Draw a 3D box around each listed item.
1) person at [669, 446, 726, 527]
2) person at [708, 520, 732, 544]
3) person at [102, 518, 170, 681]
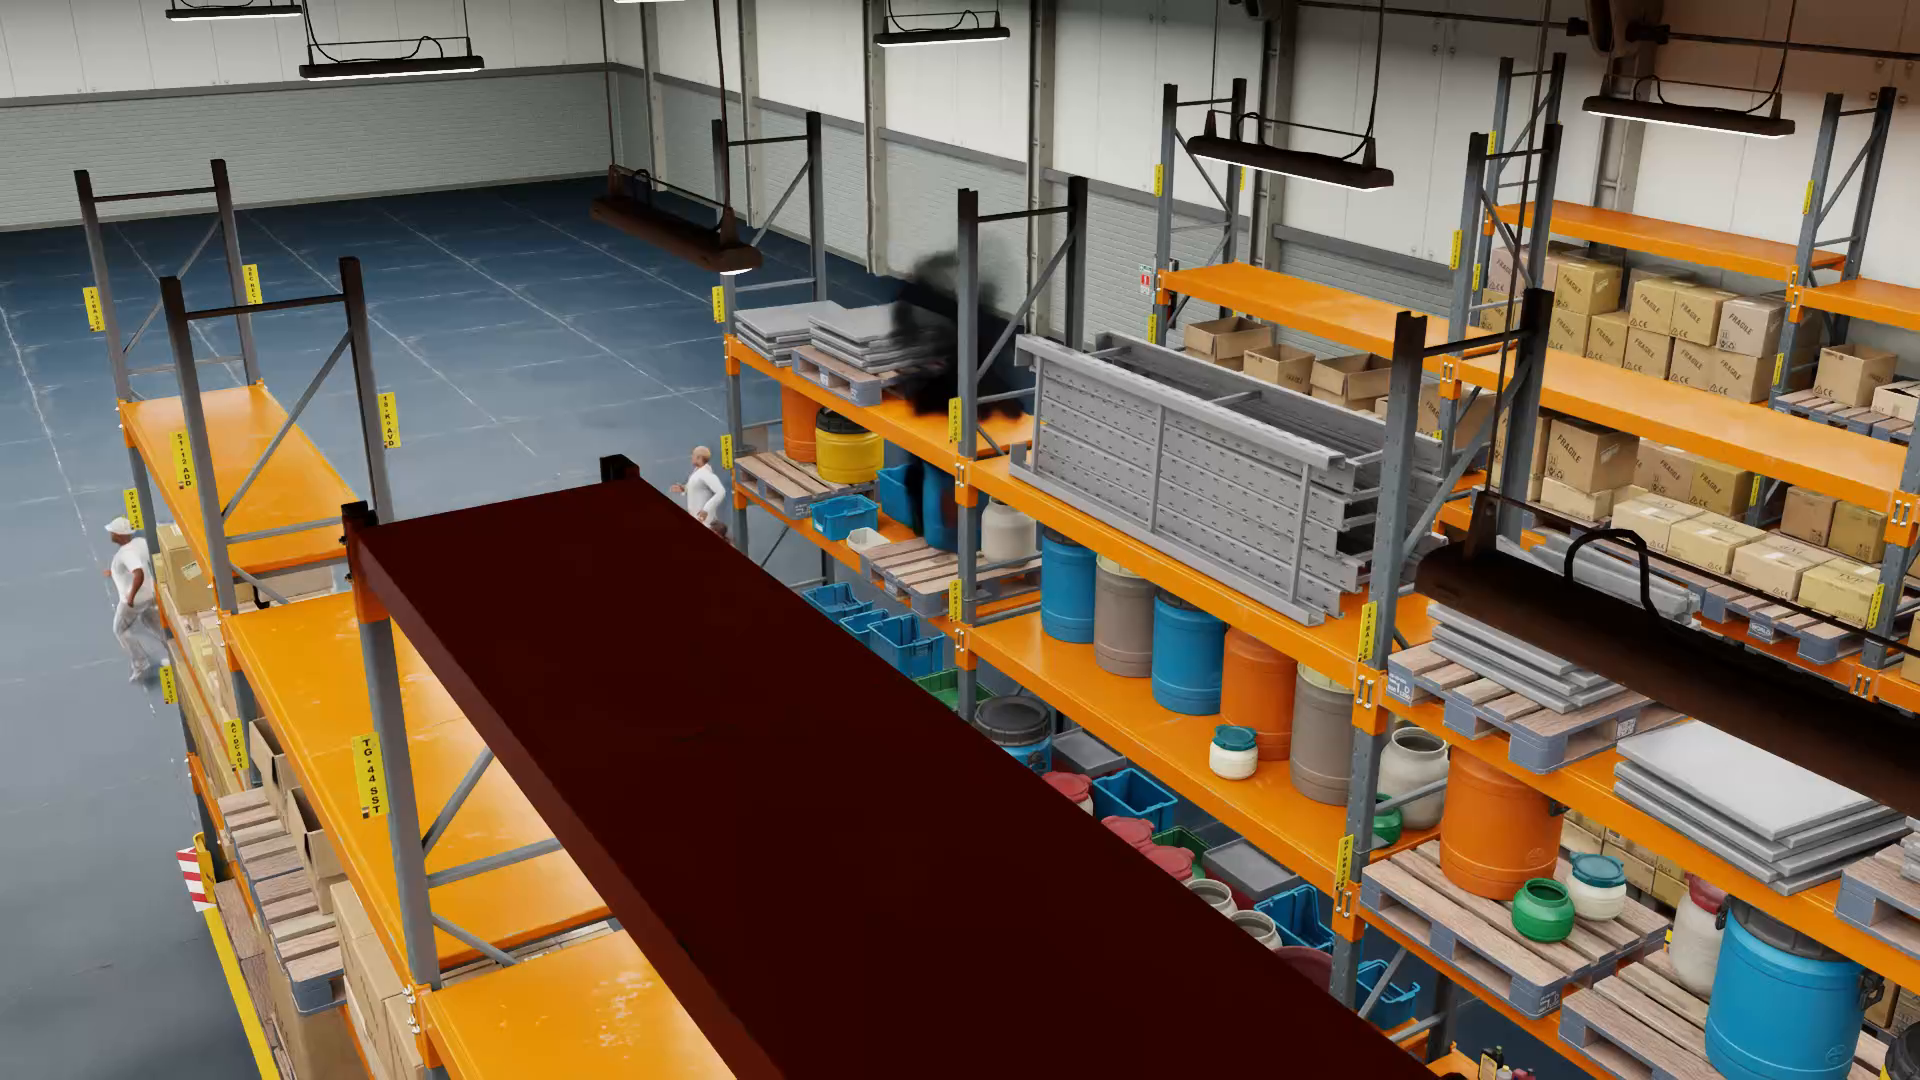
[{"bbox_3d":[-3.080,-0.259,19.603,1.116,1.758,0.731,-1,22,-1],"label":"person"},{"bbox_3d":[-2.519,0.588,17.662,0.863,1.693,0.593,-2,22,-4],"label":"person"},{"bbox_3d":[-8.658,0.636,17.500,0.744,1.840,0.720,0,22,0],"label":"person"}]
